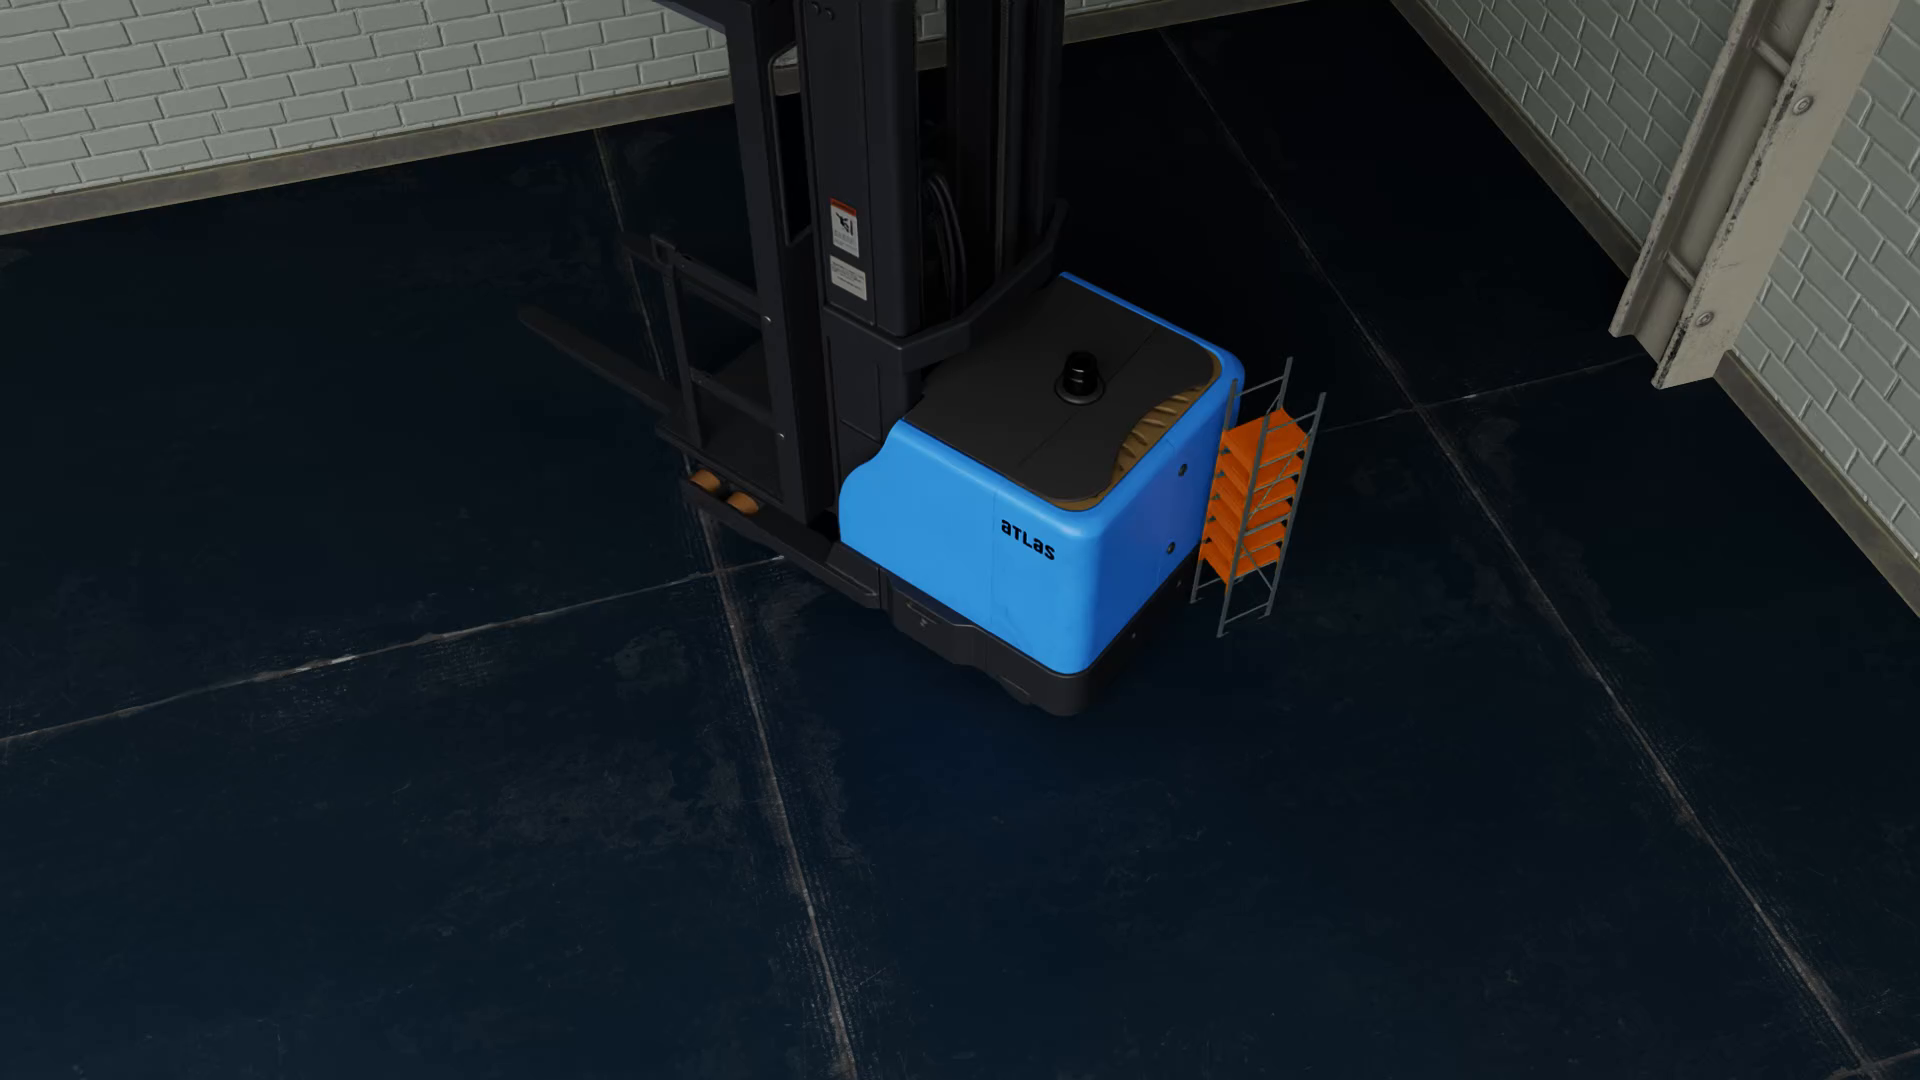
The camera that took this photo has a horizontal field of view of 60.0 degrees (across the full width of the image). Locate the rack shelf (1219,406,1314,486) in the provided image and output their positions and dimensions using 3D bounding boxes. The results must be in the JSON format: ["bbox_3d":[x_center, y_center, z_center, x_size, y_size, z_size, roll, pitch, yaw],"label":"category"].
[{"bbox_3d":[1.032,-0.319,5.609,0.258,0.103,0.180,-22,54,-18],"label":"rack shelf"}]

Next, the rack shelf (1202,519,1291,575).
[{"bbox_3d":[1.028,-0.015,5.980,0.258,0.103,0.180,-22,54,-18],"label":"rack shelf"}]

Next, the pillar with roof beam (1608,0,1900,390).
[{"bbox_3d":[-1.056,-2.746,2.969,9.100,9.000,0.400,-13,51,-11],"label":"pillar with roof beam"}]

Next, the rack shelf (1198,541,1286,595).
[{"bbox_3d":[1.027,0.061,6.073,0.258,0.103,0.180,-22,54,-18],"label":"rack shelf"}]

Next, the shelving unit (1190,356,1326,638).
[{"bbox_3d":[1.029,-0.119,5.853,0.258,1.200,0.189,-22,54,-18],"label":"shelving unit"}]

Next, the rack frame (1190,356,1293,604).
[{"bbox_3d":[0.986,-0.181,5.904,0.240,1.200,0.006,-22,54,-18],"label":"rack frame"}]

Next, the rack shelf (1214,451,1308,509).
[{"bbox_3d":[1.031,-0.243,5.702,0.258,0.103,0.180,-22,54,-18],"label":"rack shelf"}]

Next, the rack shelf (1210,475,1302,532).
[{"bbox_3d":[1.030,-0.167,5.794,0.258,0.103,0.180,-22,54,-18],"label":"rack shelf"}]

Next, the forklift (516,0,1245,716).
[{"bbox_3d":[-0.486,-1.261,5.686,3.031,2.935,1.130,30,56,23],"label":"forklift"}]

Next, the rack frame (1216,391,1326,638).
[{"bbox_3d":[1.072,-0.056,5.802,0.240,1.200,0.006,-22,54,-18],"label":"rack frame"}]

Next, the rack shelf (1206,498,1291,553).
[{"bbox_3d":[1.029,-0.091,5.887,0.258,0.103,0.180,-22,54,-18],"label":"rack shelf"}]
